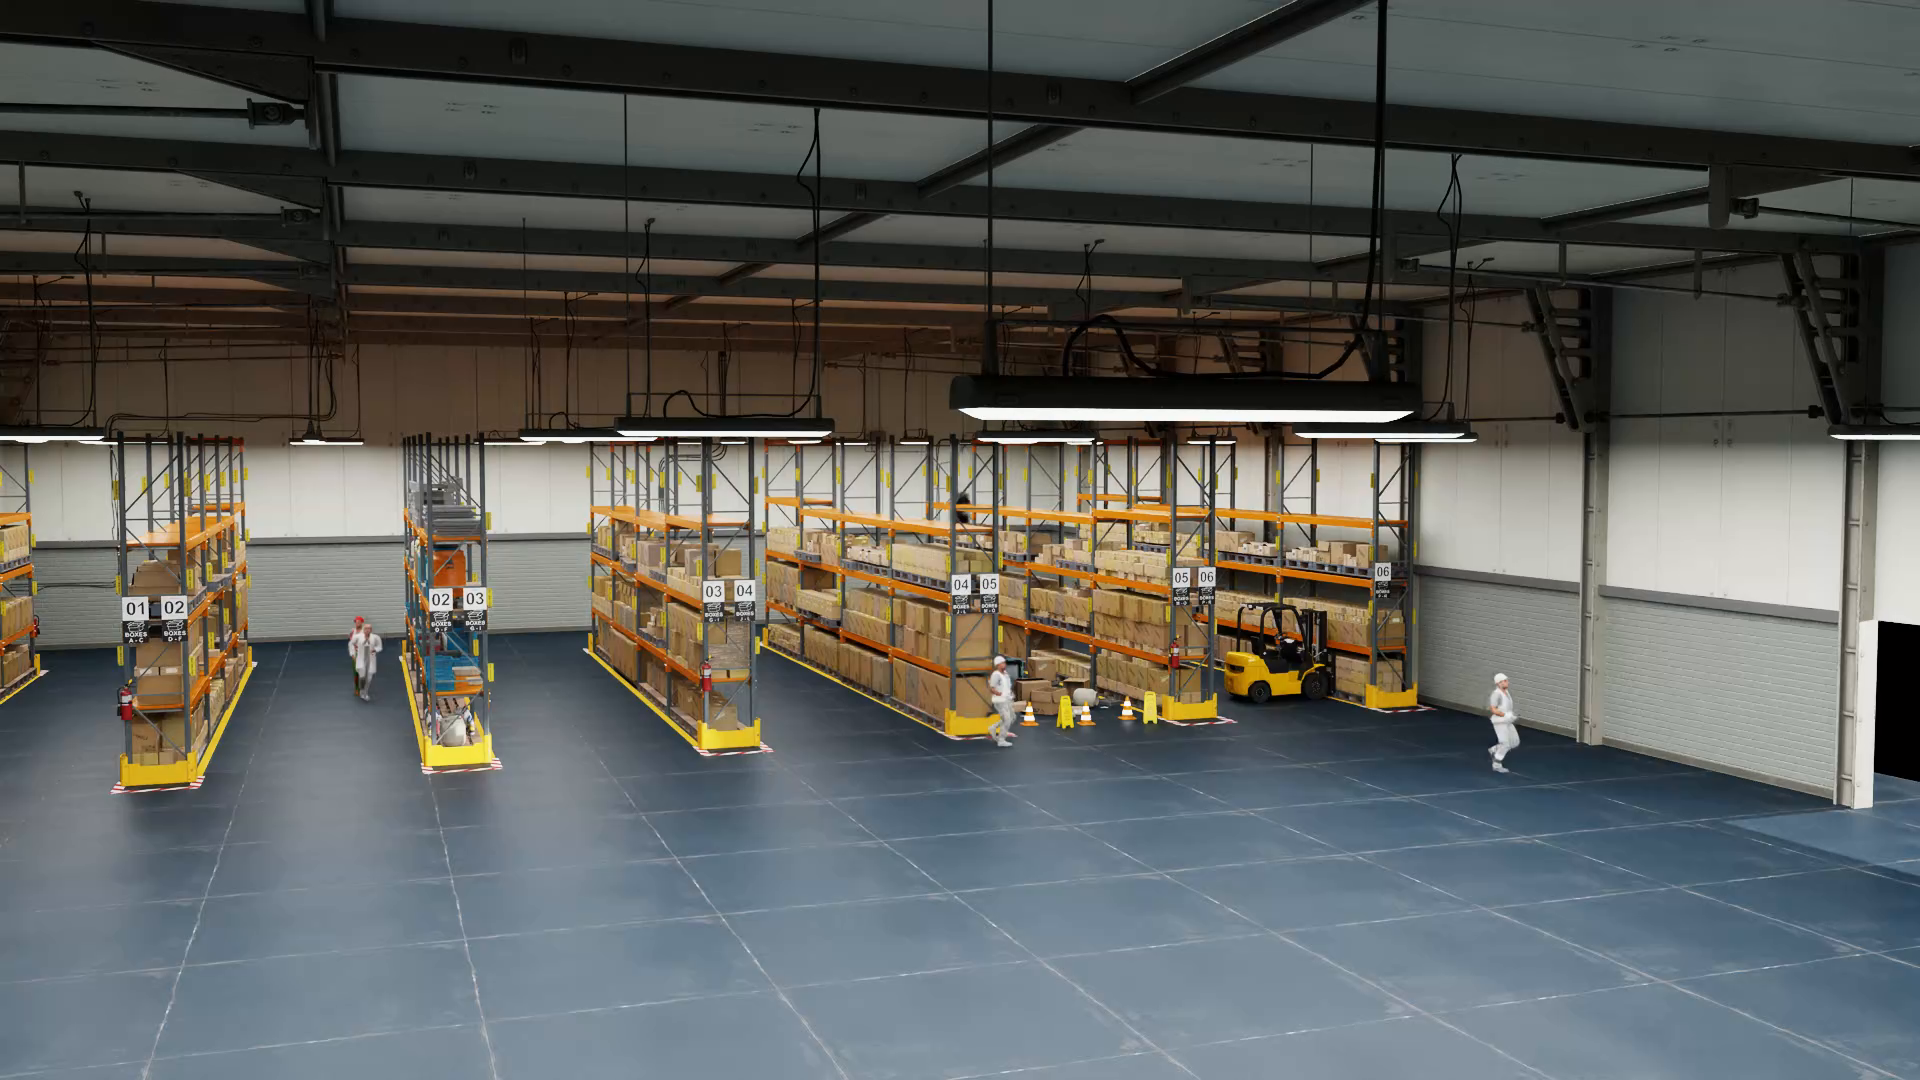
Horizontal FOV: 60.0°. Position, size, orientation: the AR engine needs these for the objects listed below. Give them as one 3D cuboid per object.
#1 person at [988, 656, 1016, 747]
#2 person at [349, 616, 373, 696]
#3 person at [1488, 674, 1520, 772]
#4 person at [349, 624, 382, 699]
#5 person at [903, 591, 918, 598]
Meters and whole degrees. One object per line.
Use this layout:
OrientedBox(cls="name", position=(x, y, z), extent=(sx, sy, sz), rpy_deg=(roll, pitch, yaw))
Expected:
OrientedBox(cls="person", position=(0.807, 3.088, 31.848), extent=(0.585, 1.733, 0.678), rpy_deg=(1, 3, 22))
OrientedBox(cls="person", position=(-13.940, 2.674, 38.762), extent=(0.634, 1.803, 0.929), rpy_deg=(0, 3, -7))
OrientedBox(cls="person", position=(9.584, 3.226, 29.339), extent=(0.592, 1.742, 0.655), rpy_deg=(3, 4, 41))
OrientedBox(cls="person", position=(-13.432, 2.758, 37.615), extent=(0.694, 1.733, 0.751), rpy_deg=(-1, 3, -25))
OrientedBox(cls="person", position=(-1.557, 2.089, 51.240), extent=(0.692, 1.666, 0.681), rpy_deg=(-1, 3, -9))
